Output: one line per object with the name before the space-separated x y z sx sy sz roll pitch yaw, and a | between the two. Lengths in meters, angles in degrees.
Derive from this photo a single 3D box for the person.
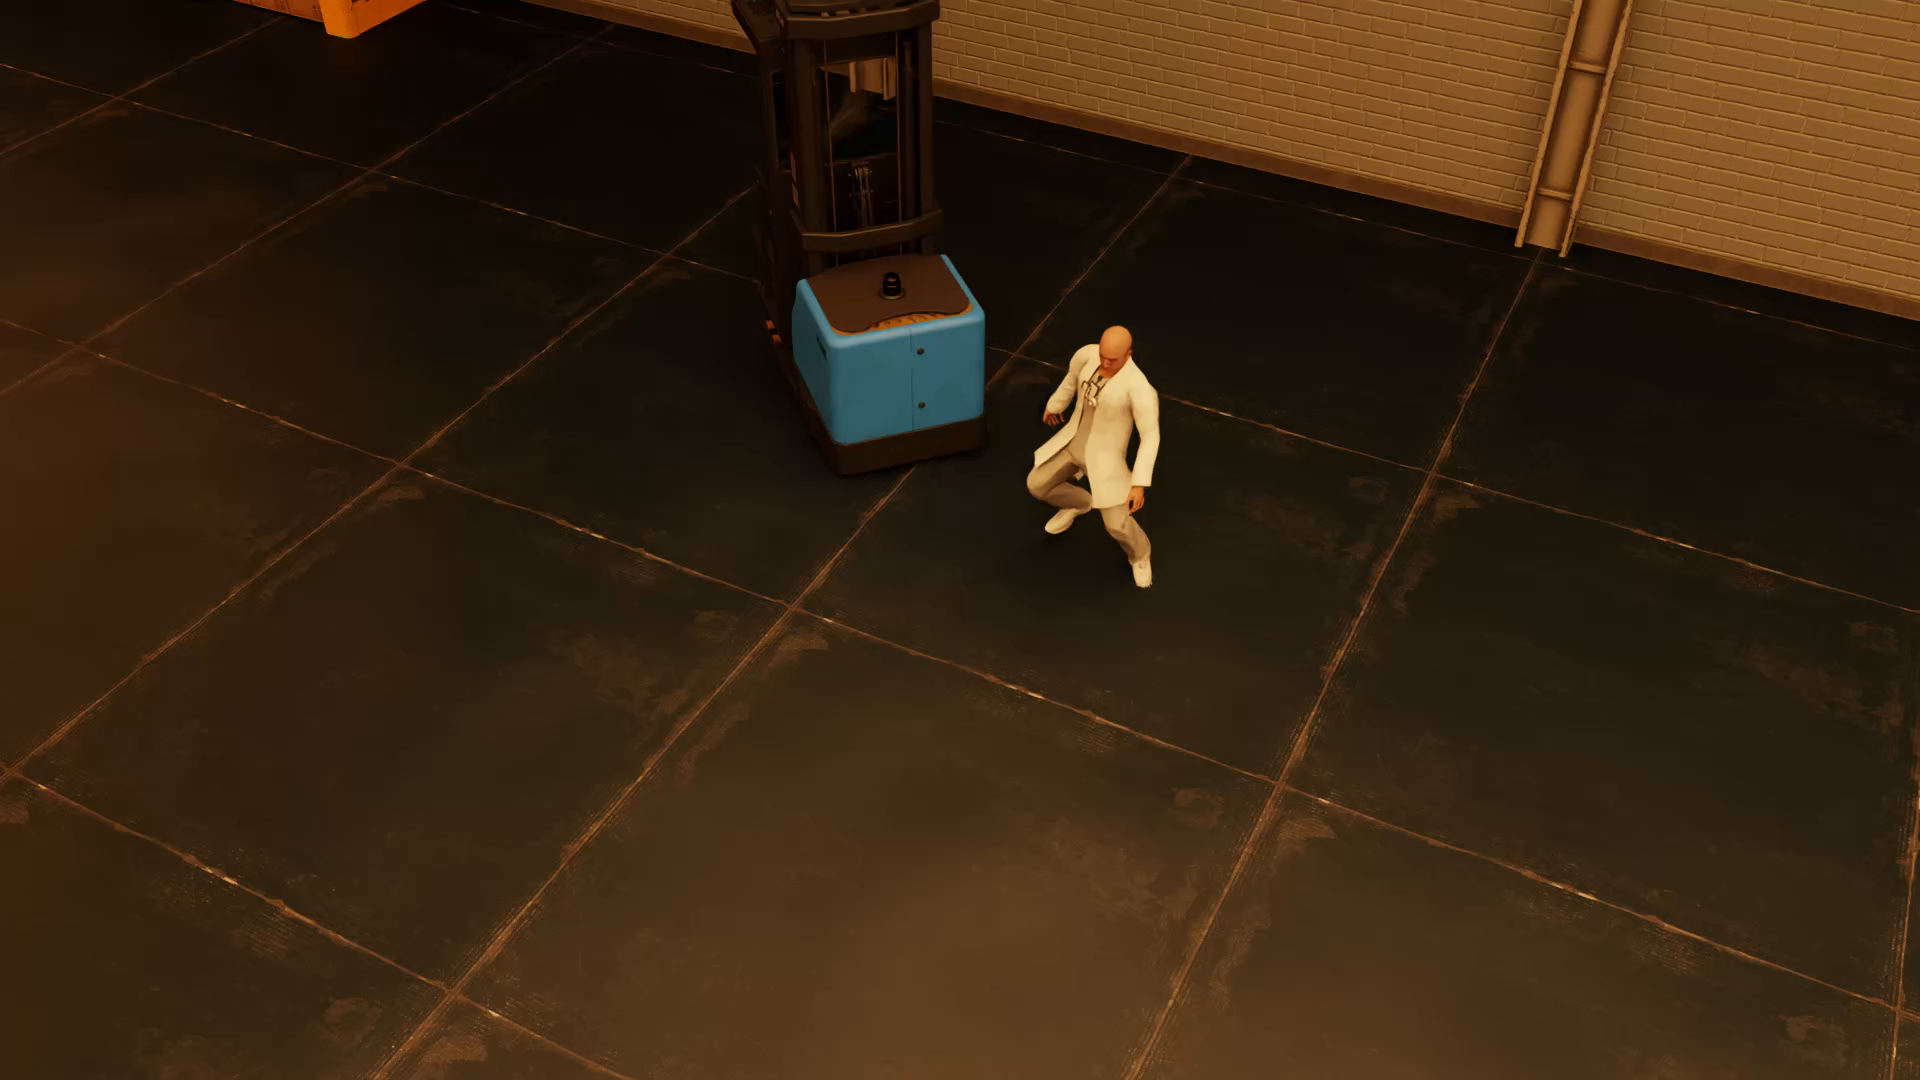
person | 0.791 -0.541 9.625 0.590 1.674 0.962 -27 47 -28

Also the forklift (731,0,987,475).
forklift | -0.789 -2.494 10.948 1.130 2.935 3.031 -13 42 -15
